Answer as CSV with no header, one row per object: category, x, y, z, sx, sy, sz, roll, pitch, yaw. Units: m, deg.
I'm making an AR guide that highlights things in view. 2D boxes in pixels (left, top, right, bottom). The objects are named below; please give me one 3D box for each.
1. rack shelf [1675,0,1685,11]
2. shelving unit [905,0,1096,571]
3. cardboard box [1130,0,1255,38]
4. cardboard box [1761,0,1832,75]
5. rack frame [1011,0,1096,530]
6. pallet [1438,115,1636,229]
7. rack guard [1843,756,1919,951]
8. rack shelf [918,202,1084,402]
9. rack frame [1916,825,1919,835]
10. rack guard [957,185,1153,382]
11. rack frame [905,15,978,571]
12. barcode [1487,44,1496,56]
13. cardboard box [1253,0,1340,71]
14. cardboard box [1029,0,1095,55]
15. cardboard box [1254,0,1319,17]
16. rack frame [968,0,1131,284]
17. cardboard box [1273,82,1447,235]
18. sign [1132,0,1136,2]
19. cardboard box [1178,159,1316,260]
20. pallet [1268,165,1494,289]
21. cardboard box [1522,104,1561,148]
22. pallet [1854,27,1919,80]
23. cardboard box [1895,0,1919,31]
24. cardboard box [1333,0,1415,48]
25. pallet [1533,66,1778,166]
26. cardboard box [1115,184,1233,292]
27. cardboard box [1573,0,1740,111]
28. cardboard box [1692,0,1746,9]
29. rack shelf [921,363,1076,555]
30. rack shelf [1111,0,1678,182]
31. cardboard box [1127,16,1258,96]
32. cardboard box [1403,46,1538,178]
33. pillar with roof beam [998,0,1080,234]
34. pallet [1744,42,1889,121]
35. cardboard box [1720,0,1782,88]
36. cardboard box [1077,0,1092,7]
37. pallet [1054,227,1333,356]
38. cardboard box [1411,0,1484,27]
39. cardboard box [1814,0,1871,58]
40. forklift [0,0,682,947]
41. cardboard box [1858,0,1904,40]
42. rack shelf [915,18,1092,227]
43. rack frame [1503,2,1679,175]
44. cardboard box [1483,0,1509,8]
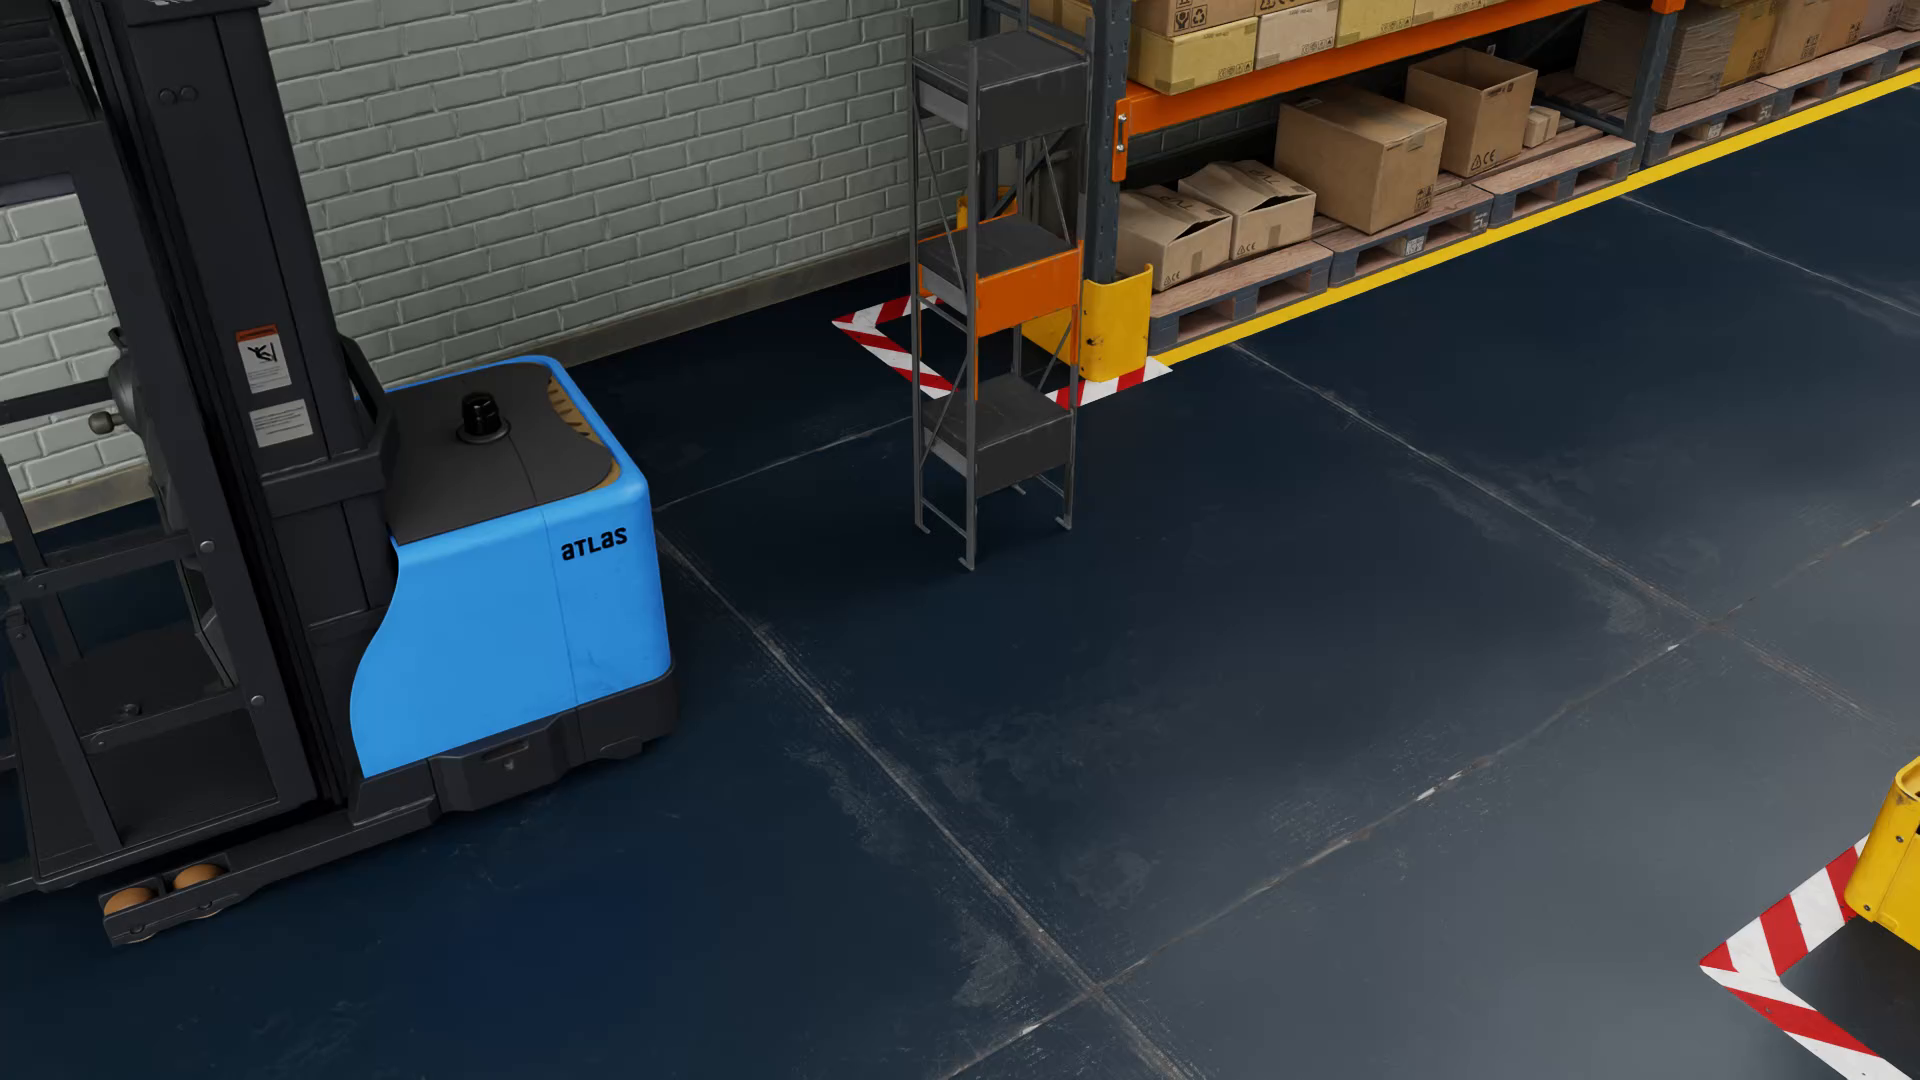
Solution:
rack shelf,5.278,-3.977,10.327,4.000,0.370,1.077,-22,41,-28
shelving unit,0.135,-0.908,6.214,0.503,2.100,0.431,-22,41,-28
cardboard box,0.937,-2.520,7.154,0.500,0.500,0.500,-22,41,-28
cardboard box,5.069,-3.366,10.625,0.500,0.500,0.700,-22,41,-27
rack frame,0.335,-0.990,6.328,0.015,2.100,0.400,-22,41,-28
pallet,3.115,-2.222,9.658,1.213,0.211,1.003,-22,41,-28
rack guard,3.211,1.135,4.744,0.348,0.500,1.175,-22,41,-28
rack shelf,0.135,-0.897,6.222,0.480,0.518,0.431,-22,41,-28
rack frame,3.230,0.112,4.025,0.127,3.000,1.000,-22,41,-28
rack guard,0.436,-1.262,8.076,0.348,0.500,1.175,-22,41,-28
rack frame,-0.064,-0.826,6.100,0.015,2.100,0.400,-22,41,-28
barcode,3.064,-2.823,9.596,0.075,0.075,0.001,-22,41,-28
cardboard box,1.372,-2.392,7.619,0.500,0.250,0.500,-24,42,-29
cardboard box,0.644,-2.448,7.696,0.500,0.250,0.500,-22,41,-27
cardboard box,1.347,-2.681,7.378,0.500,0.500,0.500,-22,41,-28
rack frame,0.374,-2.251,7.311,0.127,3.000,1.000,-22,41,-28
cardboard box,2.085,-2.019,8.753,0.500,0.500,0.700,-25,43,-31
sign,0.686,-2.344,6.698,0.005,0.325,0.100,-22,41,-28
cardboard box,1.457,-1.720,8.498,0.500,0.311,0.500,-19,40,-24
pallet,2.116,-1.809,9.084,1.213,0.211,1.003,-22,41,-28
cardboard box,3.223,-2.431,9.610,0.250,0.166,0.380,-28,44,-33
pallet,6.273,-3.548,11.502,1.213,0.211,1.003,-22,41,-28
cardboard box,6.354,-3.839,11.282,0.500,0.500,0.700,-22,41,-27
cardboard box,1.791,-2.561,7.853,0.500,0.250,0.500,-23,42,-29
pallet,4.279,-2.727,10.361,1.213,0.211,1.003,-22,41,-28
cardboard box,0.991,-1.528,8.231,0.500,0.311,0.500,-28,44,-33
cardboard box,4.235,-3.016,10.138,0.500,0.500,0.700,-21,41,-26
cardboard box,4.593,-3.470,10.128,0.500,0.250,0.500,-23,42,-29
rack shelf,0.135,-0.329,6.631,0.480,0.518,0.431,-22,41,-28
rack shelf,2.008,-2.632,8.456,4.000,0.370,1.077,-22,41,-28
cardboard box,0.955,-2.211,7.366,0.500,0.250,0.500,-24,42,-29
cardboard box,2.818,-2.392,9.271,0.500,0.500,0.500,-26,43,-31
pillar with roof beam,2.927,-3.280,3.604,0.400,9.000,9.100,-22,41,-28
pallet,5.277,-3.140,10.935,1.213,0.211,1.003,-22,41,-28
cardboard box,4.629,-3.214,10.413,0.500,0.500,0.700,-23,42,-29
cardboard box,0.636,-2.763,7.491,0.500,0.500,0.500,-23,42,-28
pallet,1.120,-1.401,8.517,1.213,0.211,1.003,-22,41,-28
cardboard box,2.206,-2.730,8.088,0.500,0.250,0.500,-22,41,-27
cardboard box,5.476,-3.540,10.868,0.500,0.500,0.700,-23,41,-28
forklift,-2.502,-0.322,4.688,3.031,2.935,1.130,-18,40,-24
cardboard box,5.866,-3.721,11.119,0.500,0.500,0.700,-22,41,-28
rack shelf,0.135,-1.465,5.814,0.480,0.518,0.431,-22,41,-28
rack frame,3.643,-3.597,9.182,0.127,3.000,1.000,-22,41,-28
cardboard box,2.616,-2.900,8.324,0.500,0.250,0.500,-23,41,-28
